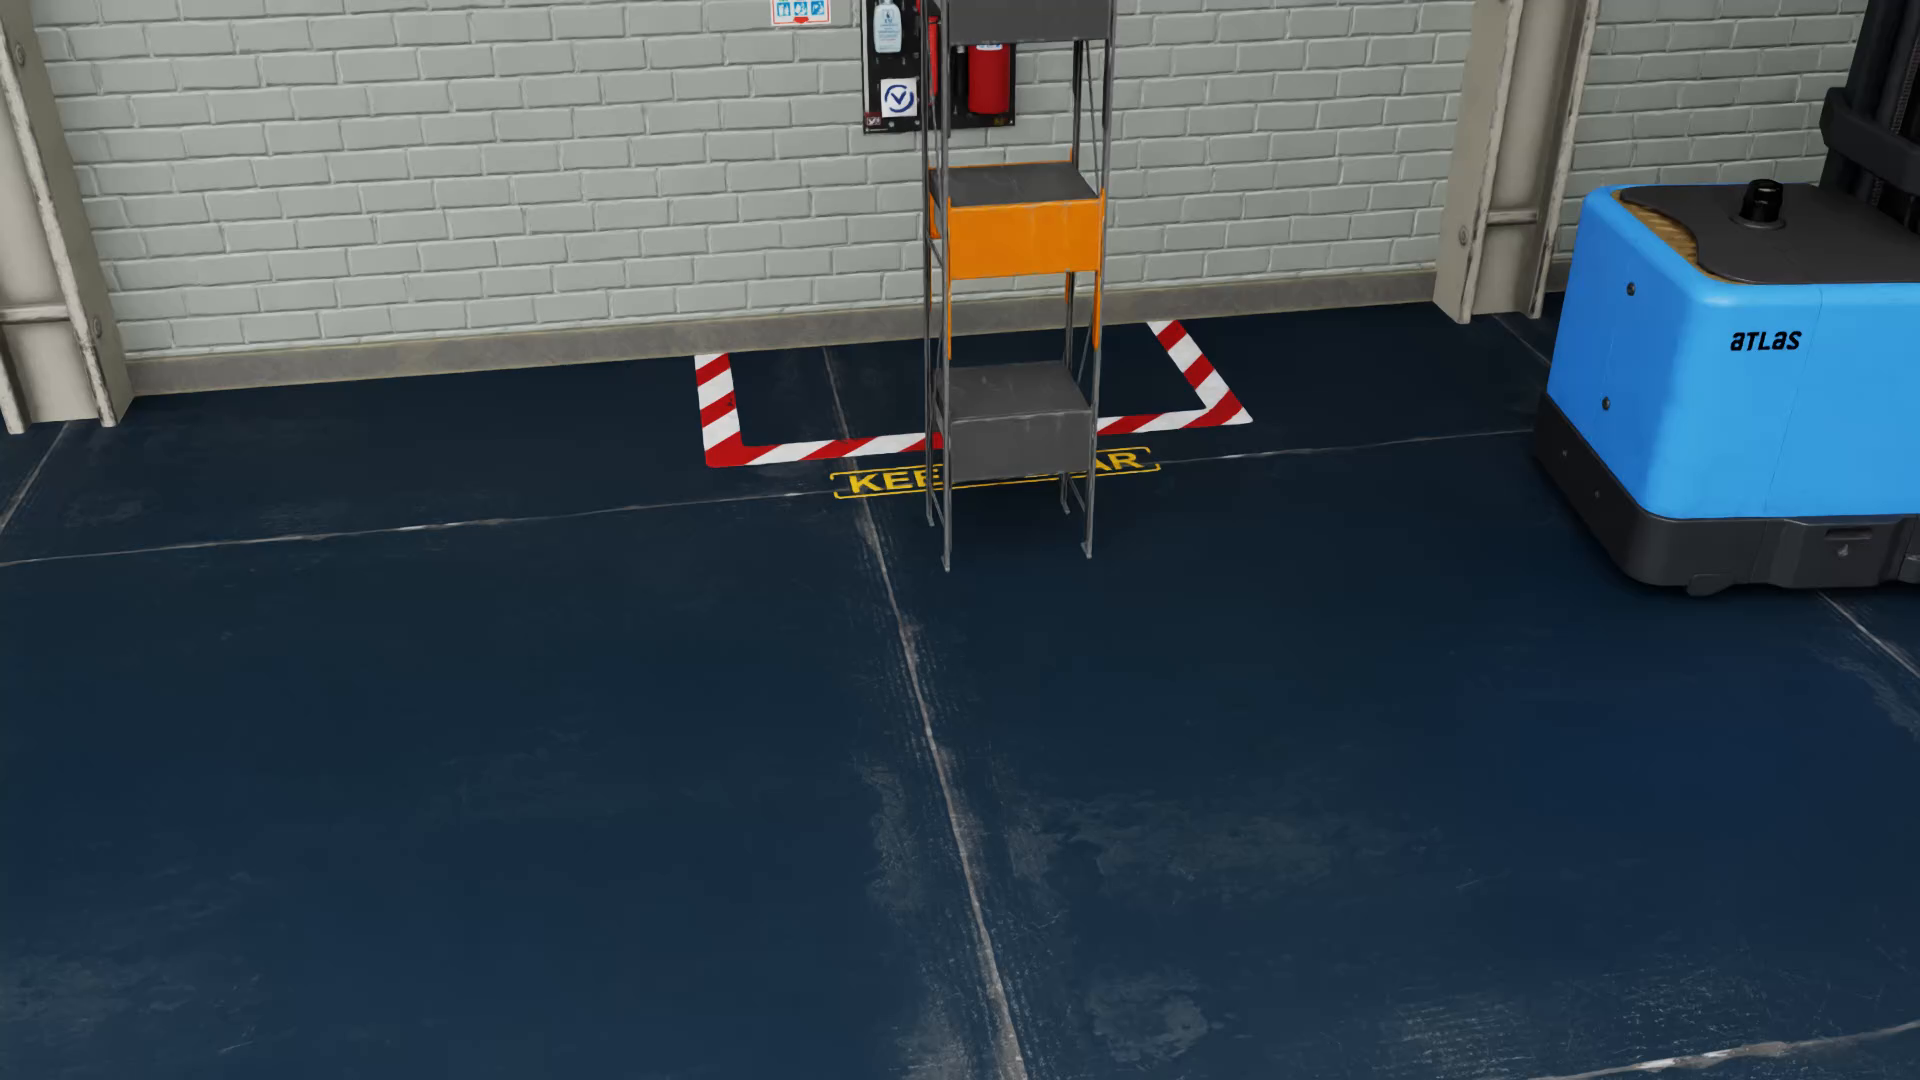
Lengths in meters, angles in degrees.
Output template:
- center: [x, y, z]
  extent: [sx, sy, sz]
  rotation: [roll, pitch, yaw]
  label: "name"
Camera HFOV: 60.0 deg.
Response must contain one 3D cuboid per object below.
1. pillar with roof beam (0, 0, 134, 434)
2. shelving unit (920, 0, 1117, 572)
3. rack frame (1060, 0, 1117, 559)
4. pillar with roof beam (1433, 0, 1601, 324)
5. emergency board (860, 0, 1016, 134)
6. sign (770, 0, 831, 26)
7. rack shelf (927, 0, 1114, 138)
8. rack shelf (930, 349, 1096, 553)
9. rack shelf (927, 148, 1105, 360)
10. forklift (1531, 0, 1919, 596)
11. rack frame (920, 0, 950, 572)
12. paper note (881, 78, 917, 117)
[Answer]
- center: [-2.747, -2.238, 0.678]
  extent: [0.400, 9.000, 9.100]
  rotation: [-5, 31, -9]
  label: "pillar with roof beam"
- center: [0.163, -0.920, 5.244]
  extent: [0.503, 2.100, 0.431]
  rotation: [-5, 31, -9]
  label: "shelving unit"
- center: [0.403, -0.943, 5.281]
  extent: [0.015, 2.100, 0.400]
  rotation: [-5, 31, -9]
  label: "rack frame"
- center: [3.155, -2.786, 1.609]
  extent: [0.400, 9.000, 9.100]
  rotation: [-5, 31, -9]
  label: "pillar with roof beam"
- center: [-0.058, -2.139, 6.429]
  extent: [0.643, 1.169, 0.194]
  rotation: [-5, 31, -9]
  label: "emergency board"
- center: [-0.620, -2.156, 6.422]
  extent: [0.234, 0.329, 0.001]
  rotation: [-5, 31, -9]
  label: "sign"
- center: [0.163, -1.512, 4.896]
  extent: [0.480, 0.518, 0.431]
  rotation: [-5, 31, -9]
  label: "rack shelf"
- center: [0.163, -0.305, 5.605]
  extent: [0.480, 0.518, 0.431]
  rotation: [-5, 31, -9]
  label: "rack shelf"
- center: [0.163, -0.908, 5.250]
  extent: [0.480, 0.518, 0.431]
  rotation: [-5, 31, -9]
  label: "rack shelf"
- center: [3.655, -1.353, 5.160]
  extent: [3.031, 2.935, 1.130]
  rotation: [-1, 30, -2]
  label: "forklift"
- center: [-0.077, -0.898, 5.206]
  extent: [0.015, 2.100, 0.400]
  rotation: [-5, 31, -9]
  label: "rack frame"
- center: [-0.245, -1.778, 6.683]
  extent: [0.142, 0.148, 0.016]
  rotation: [-5, 31, -9]
  label: "paper note"
